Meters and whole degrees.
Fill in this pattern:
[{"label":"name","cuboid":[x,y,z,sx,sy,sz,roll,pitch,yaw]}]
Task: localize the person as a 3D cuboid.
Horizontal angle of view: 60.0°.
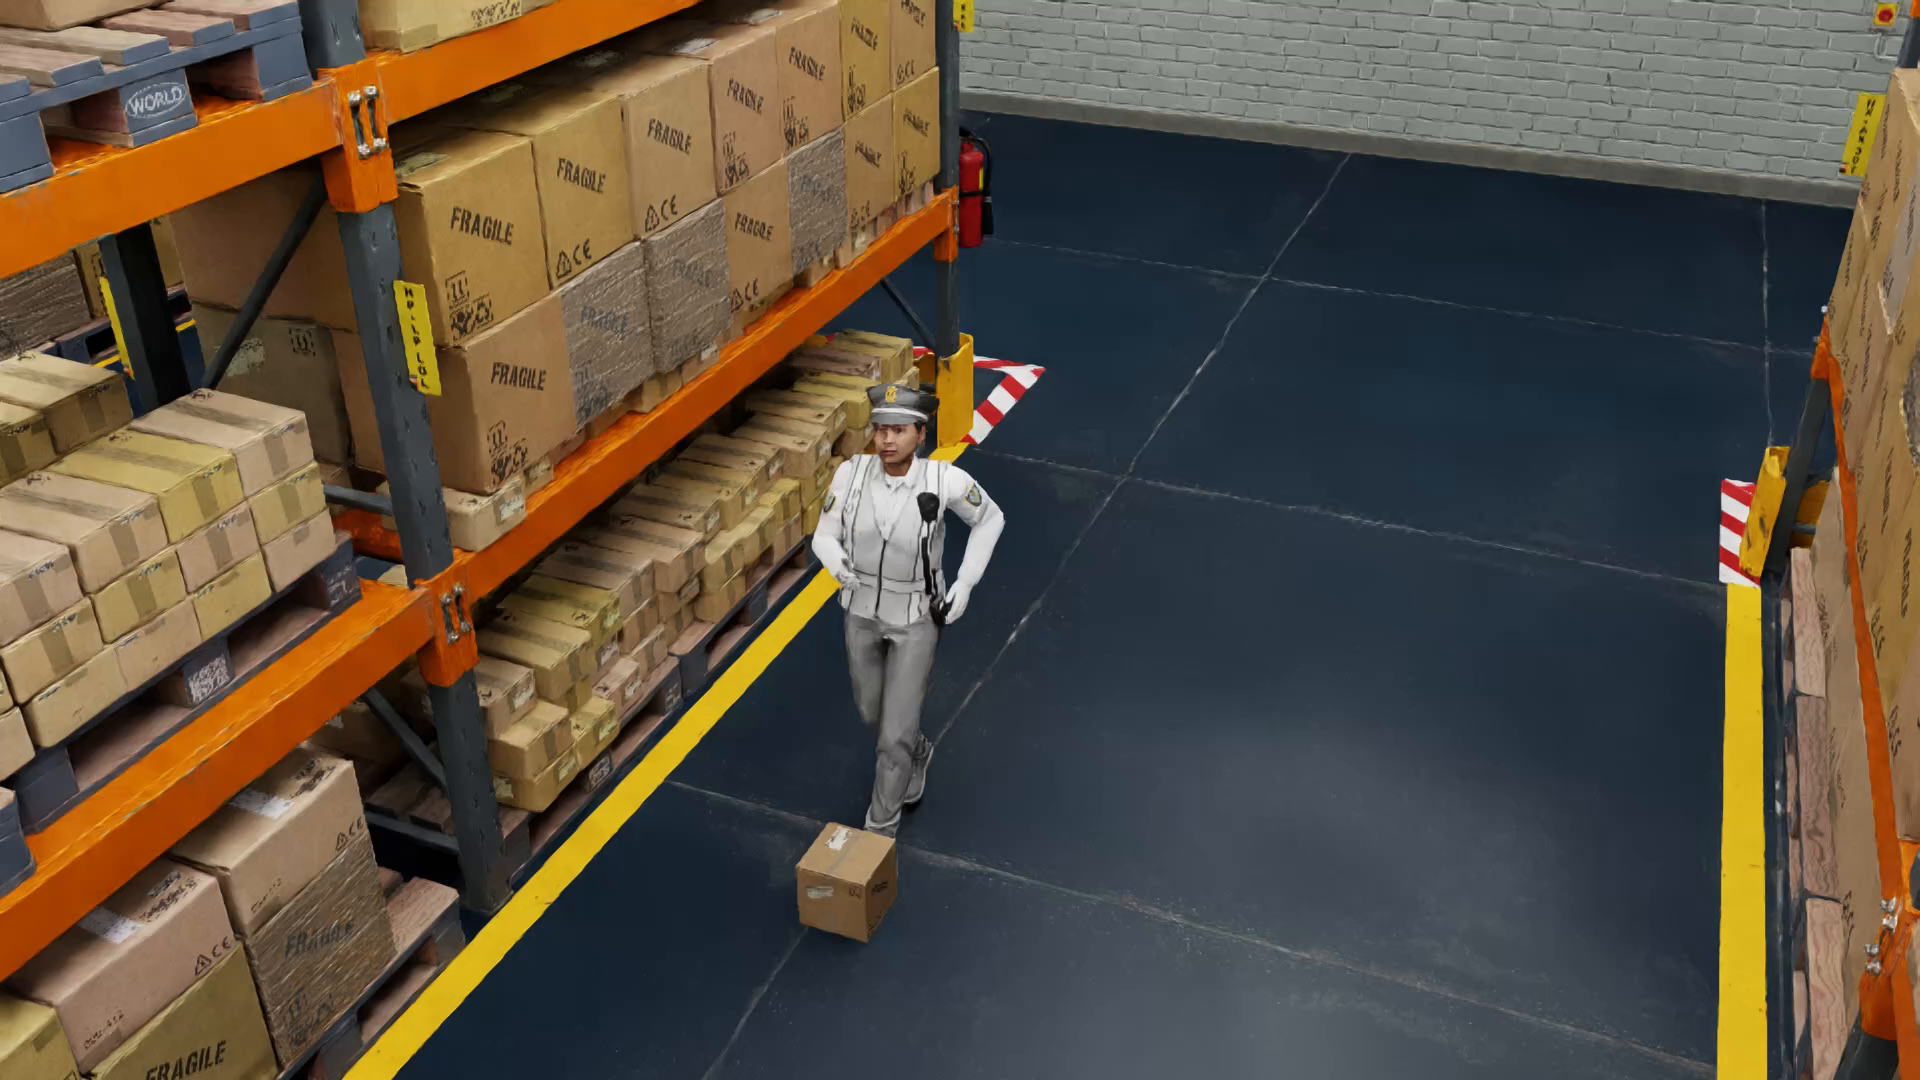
[{"label":"person","cuboid":[-0.255,0.298,5.584,0.574,1.685,0.802,12,32,20]}]
